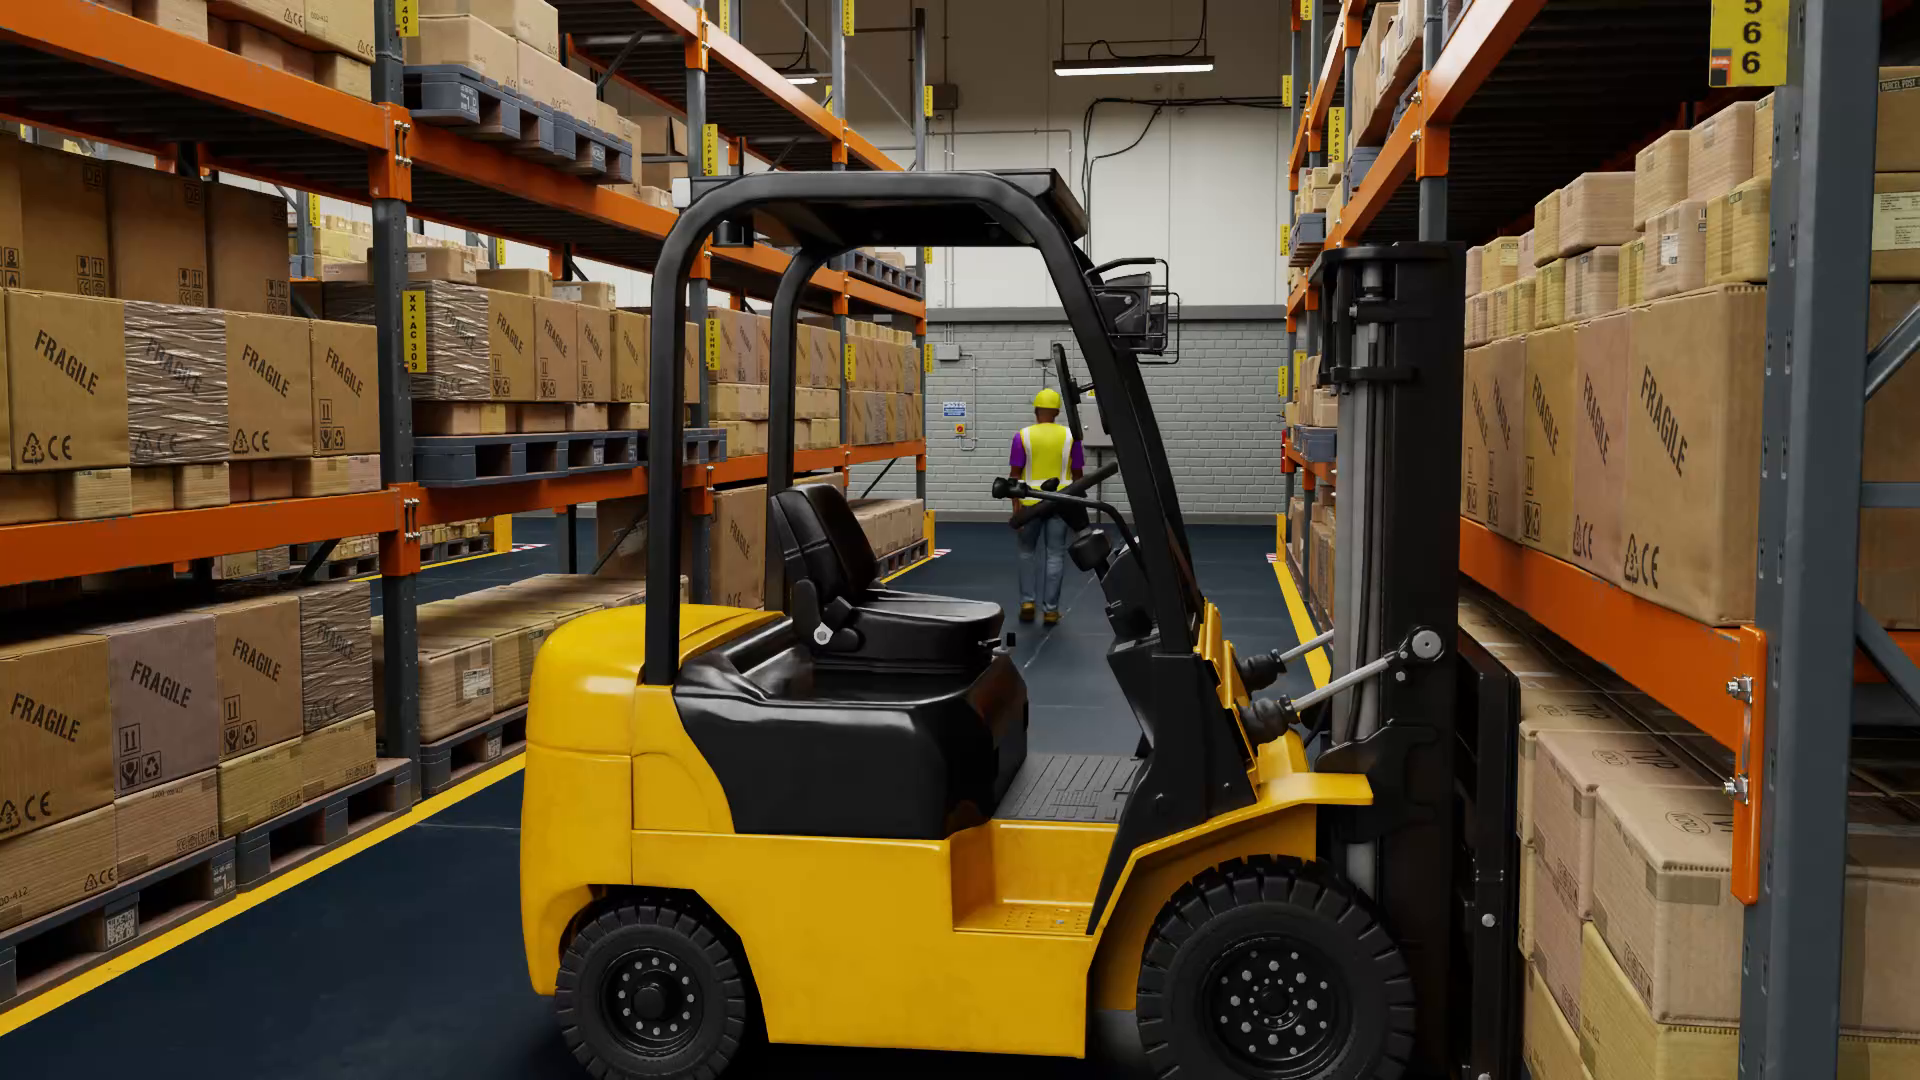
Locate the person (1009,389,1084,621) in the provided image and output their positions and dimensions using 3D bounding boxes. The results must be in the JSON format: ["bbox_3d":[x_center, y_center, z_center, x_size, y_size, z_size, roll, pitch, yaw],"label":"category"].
[{"bbox_3d":[0.660,-0.238,12.717,0.572,1.827,0.567,0,4,1],"label":"person"}]
